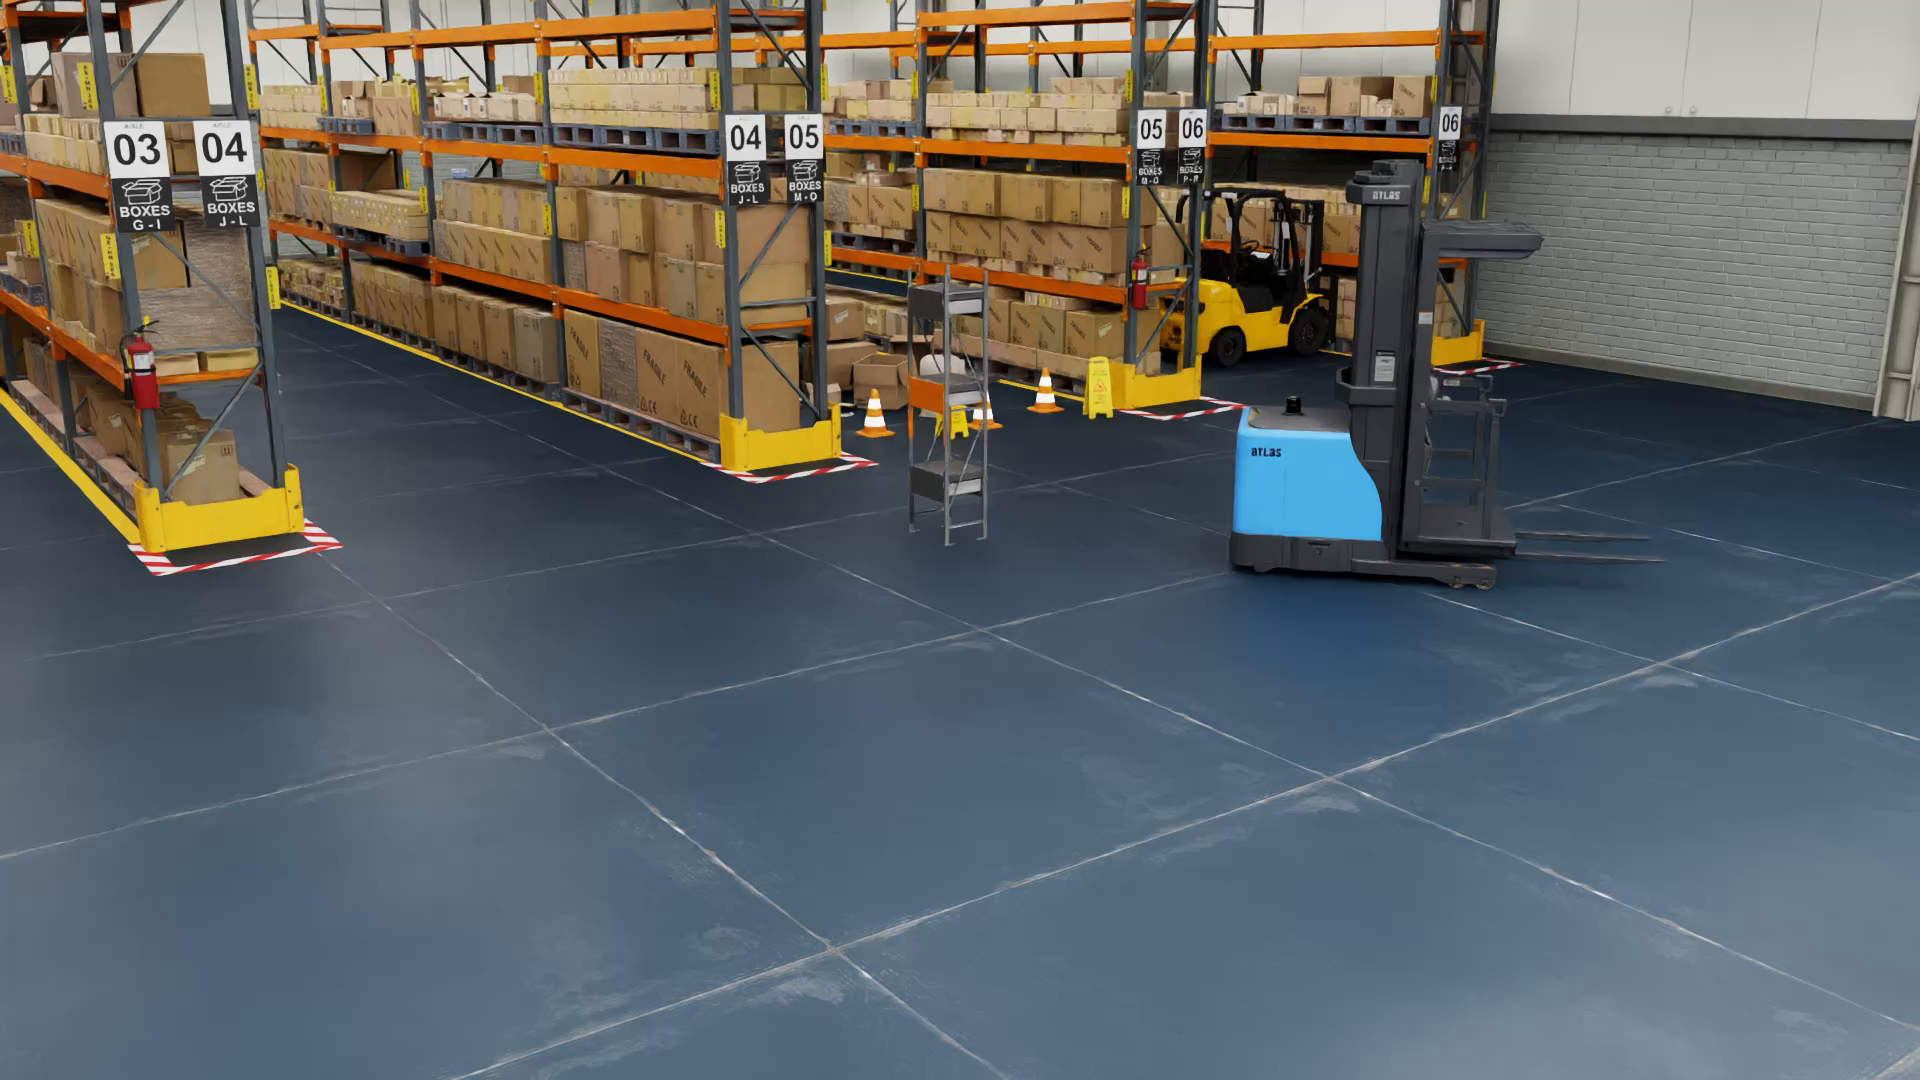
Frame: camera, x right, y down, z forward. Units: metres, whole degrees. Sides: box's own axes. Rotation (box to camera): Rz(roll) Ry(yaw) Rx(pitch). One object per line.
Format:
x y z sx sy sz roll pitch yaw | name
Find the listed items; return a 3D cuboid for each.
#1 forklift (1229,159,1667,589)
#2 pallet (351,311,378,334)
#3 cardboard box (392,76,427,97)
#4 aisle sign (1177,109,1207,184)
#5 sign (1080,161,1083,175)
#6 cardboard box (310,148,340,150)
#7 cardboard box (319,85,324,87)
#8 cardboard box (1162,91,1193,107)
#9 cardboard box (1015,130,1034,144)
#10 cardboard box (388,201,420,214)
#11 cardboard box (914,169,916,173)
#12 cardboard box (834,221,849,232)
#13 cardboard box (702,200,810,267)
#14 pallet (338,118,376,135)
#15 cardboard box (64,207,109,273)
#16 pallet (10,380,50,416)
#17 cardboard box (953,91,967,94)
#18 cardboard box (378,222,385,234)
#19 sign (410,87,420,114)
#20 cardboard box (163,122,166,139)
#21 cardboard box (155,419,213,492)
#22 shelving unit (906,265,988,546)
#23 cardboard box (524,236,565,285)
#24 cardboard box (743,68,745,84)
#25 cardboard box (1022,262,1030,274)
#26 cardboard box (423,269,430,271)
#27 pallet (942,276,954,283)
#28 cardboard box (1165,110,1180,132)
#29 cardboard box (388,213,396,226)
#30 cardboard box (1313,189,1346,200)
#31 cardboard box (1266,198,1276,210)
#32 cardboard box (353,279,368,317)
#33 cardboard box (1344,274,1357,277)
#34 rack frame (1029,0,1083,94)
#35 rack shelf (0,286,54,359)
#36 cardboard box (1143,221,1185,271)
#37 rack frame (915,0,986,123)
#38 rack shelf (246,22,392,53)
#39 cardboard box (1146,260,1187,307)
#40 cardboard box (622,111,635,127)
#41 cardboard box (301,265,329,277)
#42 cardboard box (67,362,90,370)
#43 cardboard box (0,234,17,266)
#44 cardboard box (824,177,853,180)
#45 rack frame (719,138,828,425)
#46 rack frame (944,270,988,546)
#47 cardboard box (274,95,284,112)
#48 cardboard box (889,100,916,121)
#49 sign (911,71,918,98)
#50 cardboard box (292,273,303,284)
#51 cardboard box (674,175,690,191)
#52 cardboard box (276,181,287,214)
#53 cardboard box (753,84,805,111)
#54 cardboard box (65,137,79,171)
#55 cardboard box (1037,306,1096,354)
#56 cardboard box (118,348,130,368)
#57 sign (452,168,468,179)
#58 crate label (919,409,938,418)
3.553 -1.217 11.969 3.031 2.935 1.130 3 16 11 | forklift
-8.302 -3.253 24.561 1.003 0.211 1.213 -11 19 -35 | pallet
-7.171 -5.927 21.729 0.396 0.266 0.258 -11 19 -35 | cardboard box
2.526 -4.280 18.108 0.394 0.787 0.004 -11 19 -35 | aisle sign
1.995 -6.116 27.548 0.100 0.325 0.005 -11 19 -35 | sign
-10.345 -6.125 27.125 0.500 0.500 0.500 -12 19 -36 | cardboard box
-9.167 -6.596 24.394 0.380 0.149 0.250 -12 19 -37 | cardboard box
3.277 -6.388 24.236 0.500 0.311 0.500 -12 19 -36 | cardboard box
0.864 -4.671 19.254 0.380 0.149 0.250 -11 19 -35 | cardboard box
-7.368 -4.422 22.102 0.380 0.149 0.250 -10 18 -33 | cardboard box
-0.396 -6.327 29.527 0.700 0.500 0.500 -11 19 -34 | cardboard box
-1.513 -4.330 22.896 0.380 0.149 0.250 -10 18 -33 | cardboard box
-1.893 -2.880 15.587 0.875 0.550 0.550 -11 19 -35 | cardboard box
-7.872 -5.751 23.079 1.213 0.211 1.003 -11 19 -35 | pallet
-7.178 -2.527 13.981 0.500 0.500 0.500 -11 19 -35 | cardboard box
-10.023 -1.649 18.703 1.003 0.211 1.213 -11 19 -35 | pallet
-0.030 -7.593 28.383 0.380 0.149 0.250 -11 19 -34 | cardboard box
-7.671 -4.244 22.582 0.380 0.149 0.250 -12 19 -37 | cardboard box
-6.850 -5.522 20.909 0.100 0.325 0.005 -11 19 -35 | sign
-6.251 -3.105 12.584 0.380 0.149 0.250 -12 19 -36 | cardboard box
-6.510 -0.708 13.922 0.500 0.500 0.500 -6 16 -20 | cardboard box
-0.097 -1.048 12.928 0.431 2.100 0.503 -11 19 -35 | shelving unit
-4.581 -3.174 18.801 0.500 0.500 0.500 -11 19 -35 | cardboard box
-1.942 -4.391 15.737 0.380 0.149 0.250 -11 19 -35 | cardboard box
0.963 -3.246 19.731 0.380 0.149 0.250 -11 19 -35 | cardboard box
-7.198 -3.669 23.319 0.500 0.250 0.500 -11 19 -34 | cardboard box
0.426 -4.552 29.306 1.003 0.211 1.213 -11 19 -35 | pallet
2.159 -4.658 18.452 0.500 0.250 0.500 -11 19 -36 | cardboard box
-7.383 -4.282 22.156 0.380 0.149 0.250 -10 18 -33 | cardboard box
4.964 -4.638 22.357 0.380 0.149 0.250 -11 19 -34 | cardboard box
4.442 -4.642 22.937 0.380 0.149 0.250 -11 19 -35 | cardboard box
-8.541 -3.562 24.348 0.500 0.500 0.500 -10 18 -32 | cardboard box
5.540 -3.468 22.584 0.500 0.250 0.500 -11 19 -35 | cardboard box
1.548 -8.365 26.591 1.000 3.000 0.127 -11 19 -35 | rack frame
-9.305 -2.387 17.480 1.077 0.370 4.000 -11 19 -35 | rack shelf
2.185 -3.327 18.798 0.500 0.500 0.500 -11 19 -35 | cardboard box
-0.113 -6.739 20.653 1.000 3.000 0.127 -11 19 -35 | rack frame
-9.937 -7.736 25.664 1.077 0.370 4.000 -11 19 -35 | rack shelf
3.134 -3.951 25.531 0.875 0.625 0.625 -11 19 -35 | cardboard box
-3.072 -4.122 16.264 0.380 0.149 0.250 -11 19 -34 | cardboard box
-10.290 -4.290 26.546 0.380 0.149 0.250 -11 19 -34 | cardboard box
-8.738 -1.553 16.970 0.700 0.500 0.500 -11 19 -35 | cardboard box
-10.972 -3.277 19.176 0.500 0.500 0.500 -10 18 -33 | cardboard box
-1.660 -4.931 23.863 0.500 0.500 0.500 -11 19 -35 | cardboard box
-1.706 -2.202 15.438 1.000 3.000 0.127 -11 19 -35 | rack frame
0.046 -0.996 12.738 0.400 2.100 0.015 -11 19 -35 | rack frame
-10.470 -6.879 26.181 0.500 0.250 0.500 -11 19 -34 | cardboard box
-0.574 -5.525 21.386 0.500 0.250 0.500 -11 19 -36 | cardboard box
-0.560 -5.645 20.611 0.100 0.325 0.005 -11 19 -35 | sign
-10.619 -4.260 27.000 0.380 0.149 0.250 -10 18 -33 | cardboard box
-4.176 -5.734 26.261 0.500 0.500 0.500 -11 19 -36 | cardboard box
-10.738 -5.561 26.958 0.500 0.500 0.500 -11 19 -34 | cardboard box
-1.782 -4.113 15.476 0.500 0.250 0.500 -11 19 -35 | cardboard box
-6.857 -3.108 13.352 0.500 0.250 0.500 -10 18 -33 | cardboard box
1.247 -2.471 19.415 0.500 0.500 0.500 -10 18 -33 | cardboard box
-6.447 -1.460 13.203 0.380 0.149 0.250 -11 19 -35 | cardboard box
-10.578 -7.744 35.177 0.327 0.218 0.001 -11 19 -35 | sign
-0.268 -1.416 17.989 0.298 0.136 0.250 7 17 23 | crate label
